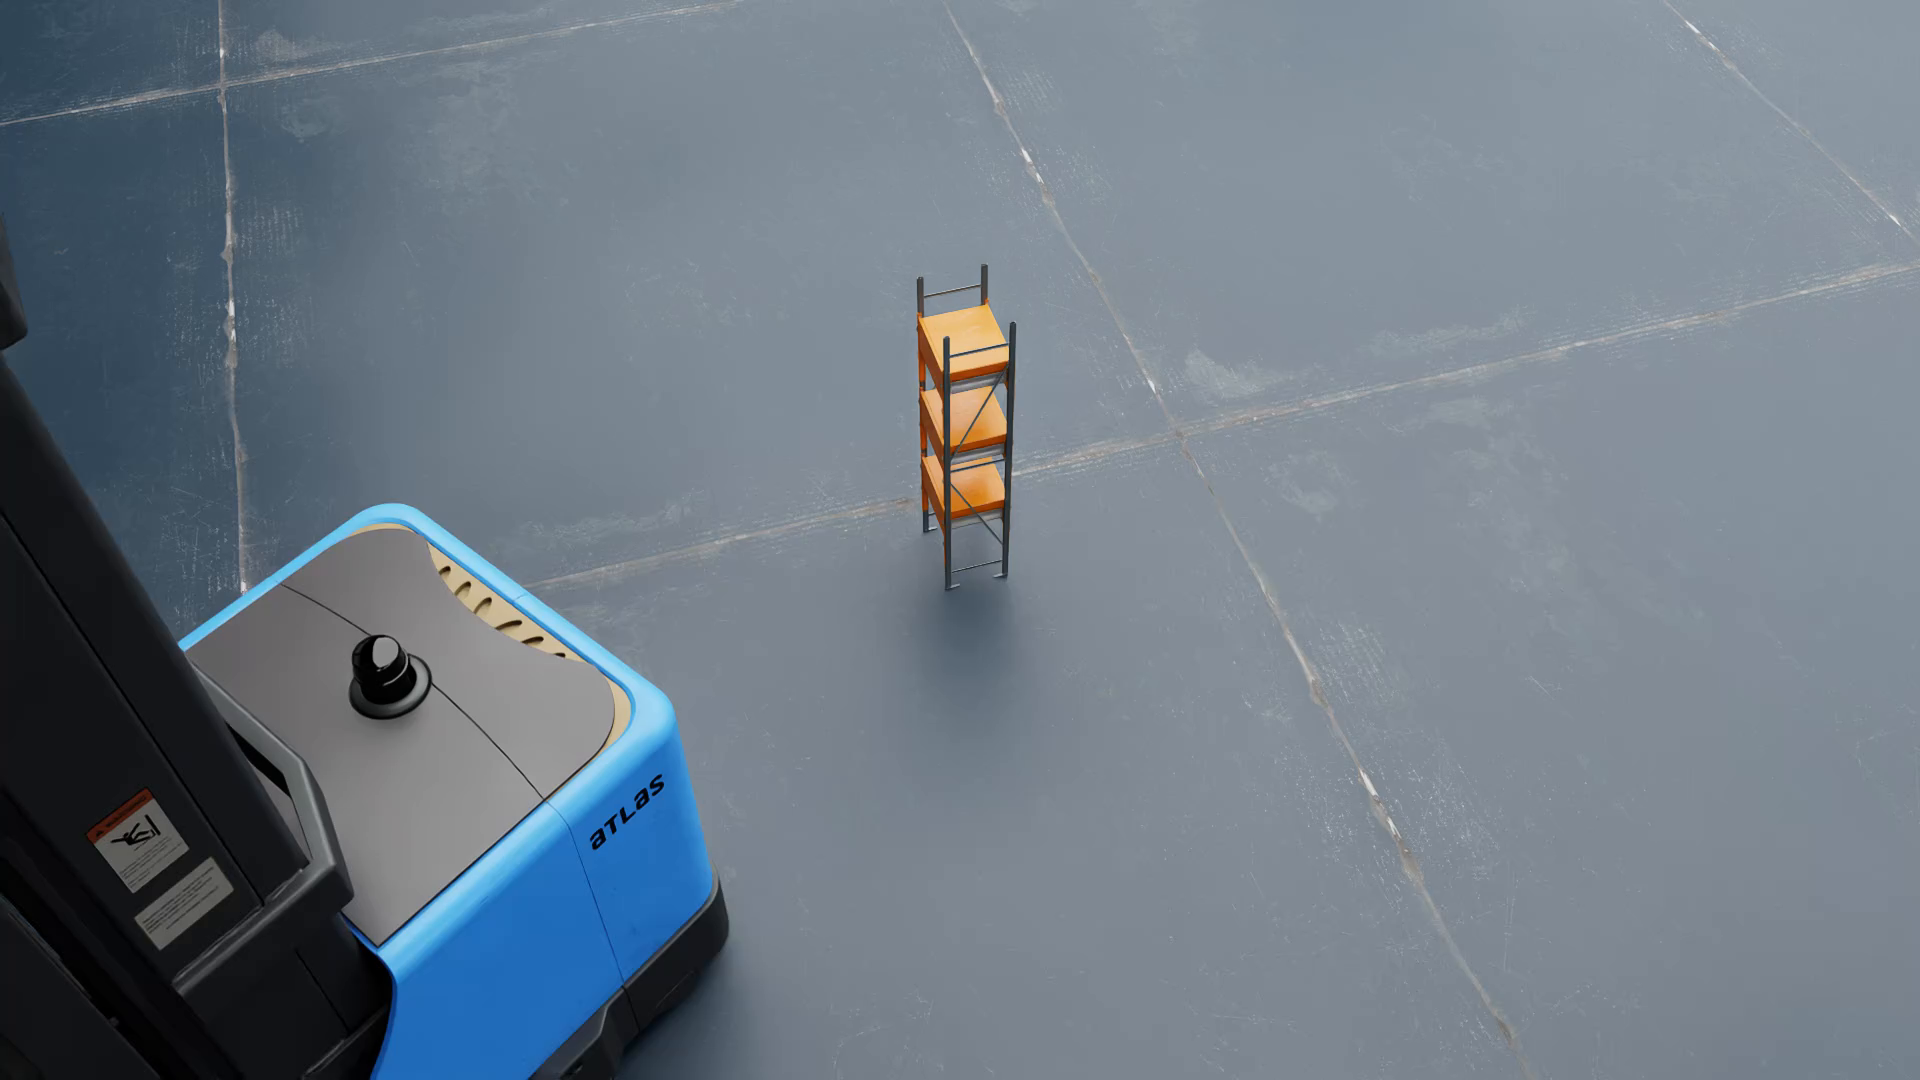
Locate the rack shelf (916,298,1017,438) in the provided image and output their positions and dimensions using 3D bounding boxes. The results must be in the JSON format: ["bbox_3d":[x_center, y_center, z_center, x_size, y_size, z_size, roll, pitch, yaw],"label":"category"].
[{"bbox_3d":[0.016,-0.475,4.607,0.215,0.259,0.240,-13,51,-11],"label":"rack shelf"}]

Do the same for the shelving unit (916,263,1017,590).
[{"bbox_3d":[0.016,-0.299,4.816,0.215,1.050,0.252,-13,51,-11],"label":"shelving unit"}]

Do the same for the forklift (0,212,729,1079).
[{"bbox_3d":[-1.920,0.740,2.709,1.130,2.935,3.031,32,57,24],"label":"forklift"}]

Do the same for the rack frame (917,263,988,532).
[{"bbox_3d":[-0.020,-0.388,4.891,0.200,1.050,0.008,-13,51,-11],"label":"rack frame"}]

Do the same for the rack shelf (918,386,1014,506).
[{"bbox_3d":[0.016,-0.292,4.824,0.215,0.259,0.240,-13,51,-11],"label":"rack shelf"}]

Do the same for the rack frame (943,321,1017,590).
[{"bbox_3d":[0.052,-0.210,4.741,0.200,1.050,0.008,-13,51,-11],"label":"rack frame"}]

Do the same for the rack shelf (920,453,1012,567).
[{"bbox_3d":[0.016,-0.113,5.036,0.215,0.259,0.240,-13,51,-11],"label":"rack shelf"}]
